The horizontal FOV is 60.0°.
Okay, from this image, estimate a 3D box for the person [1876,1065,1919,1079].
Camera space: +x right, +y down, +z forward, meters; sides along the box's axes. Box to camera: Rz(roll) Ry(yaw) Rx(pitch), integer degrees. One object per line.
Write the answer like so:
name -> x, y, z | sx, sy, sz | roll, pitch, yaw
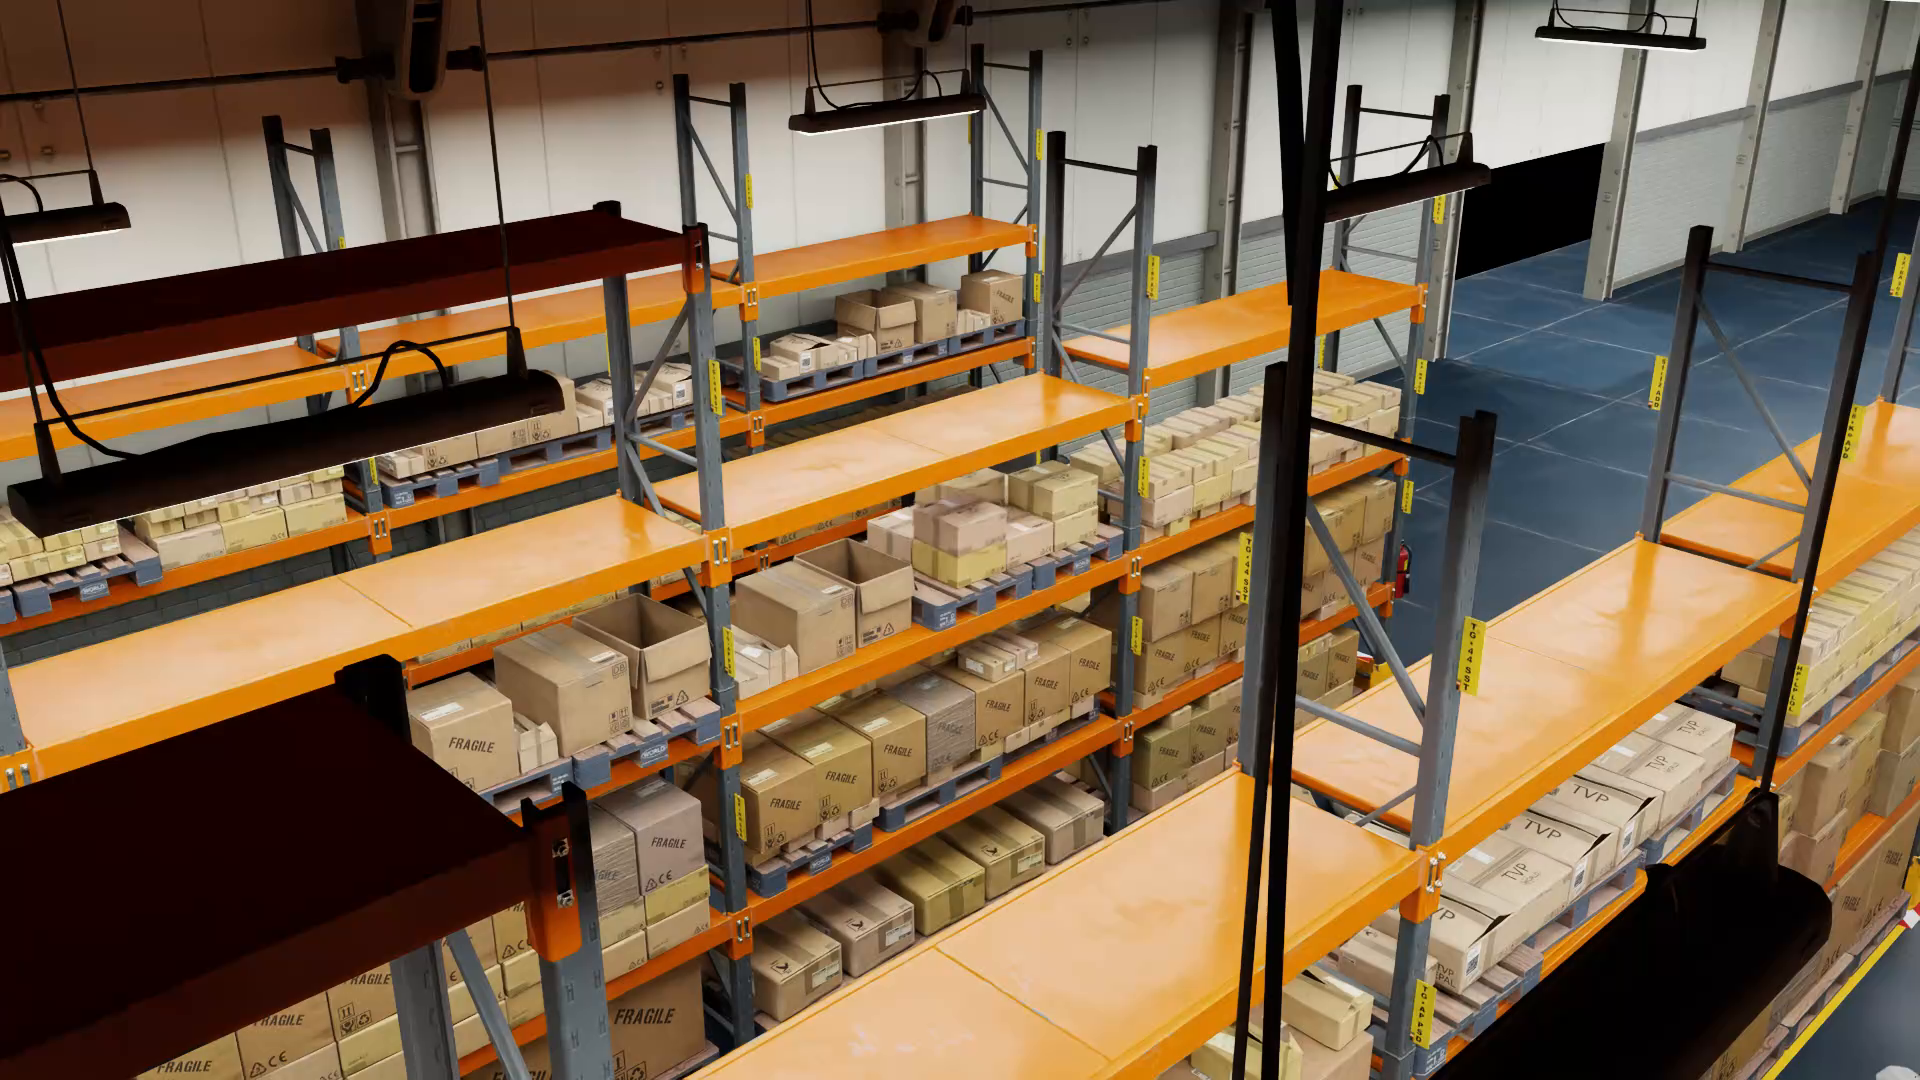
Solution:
person -> 5.300, 3.739, 9.626 | 0.469, 1.620, 0.977 | 13, 26, 29
